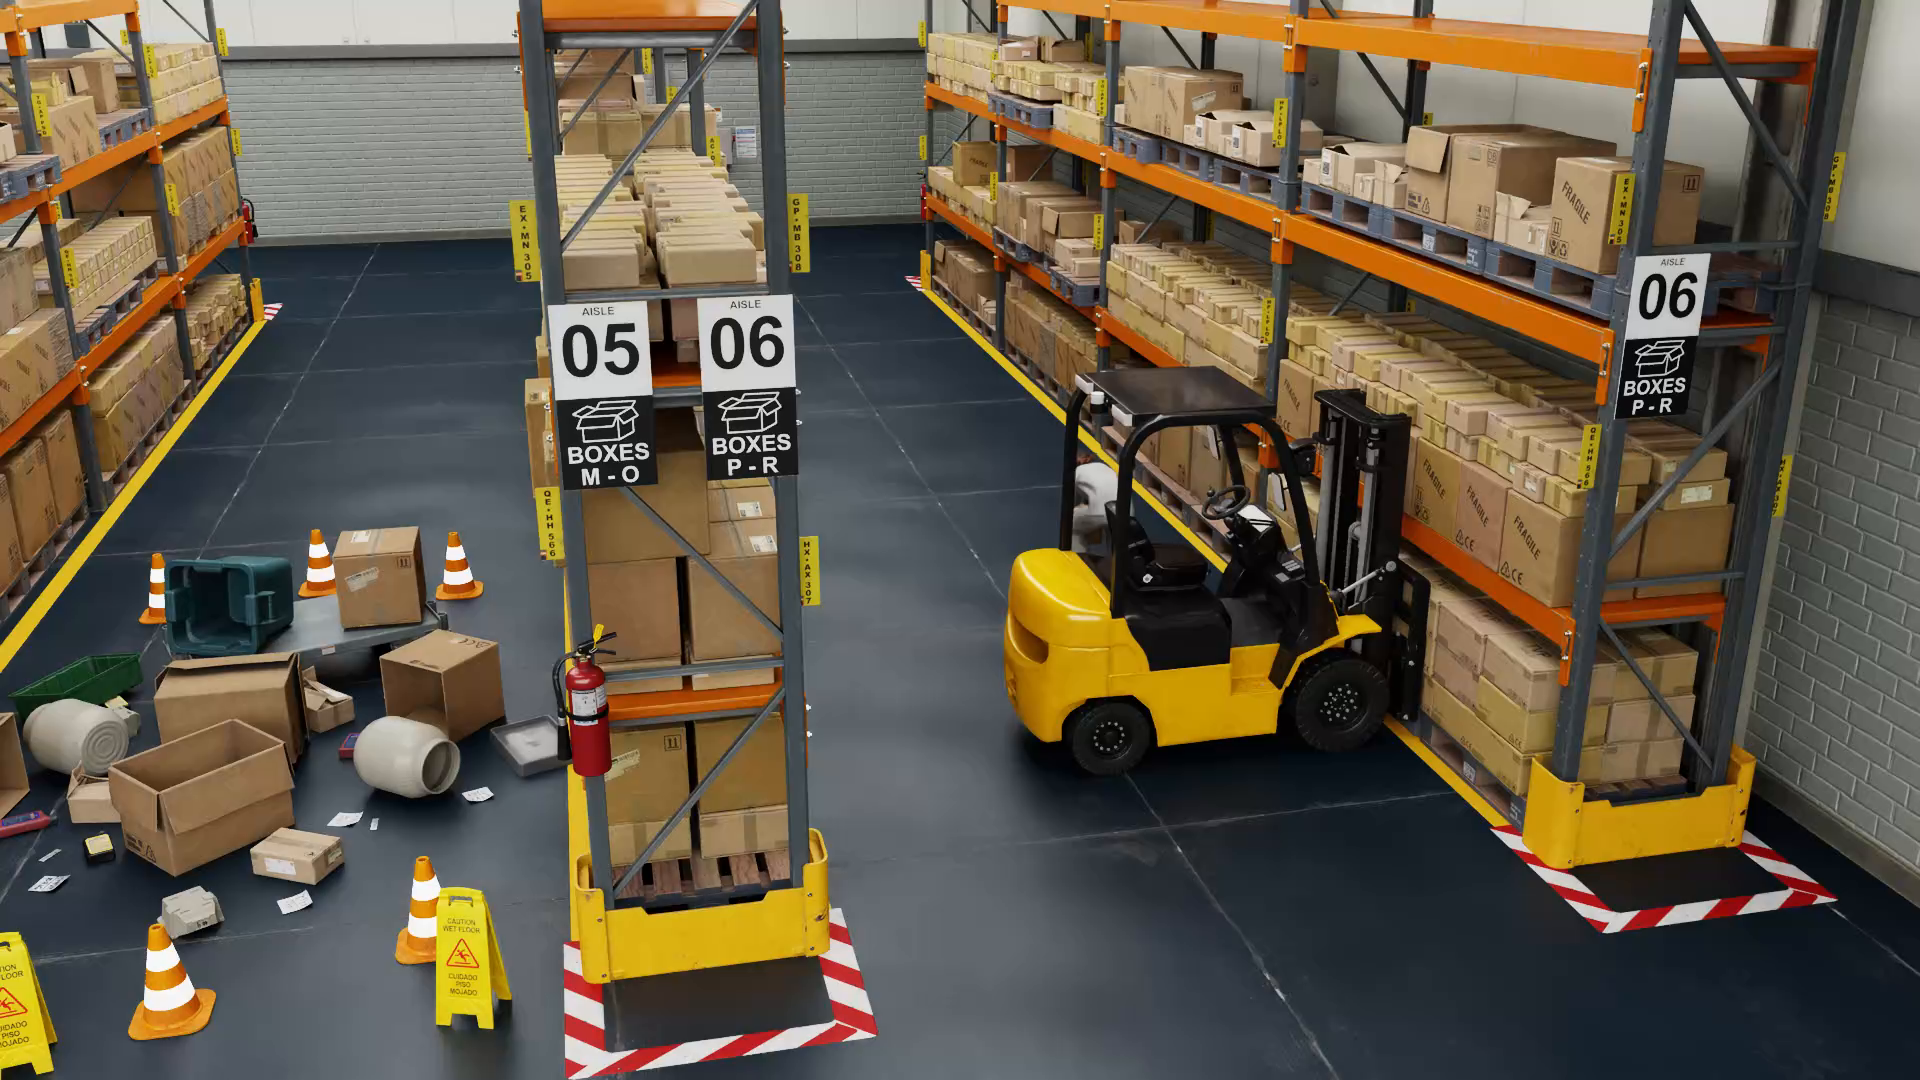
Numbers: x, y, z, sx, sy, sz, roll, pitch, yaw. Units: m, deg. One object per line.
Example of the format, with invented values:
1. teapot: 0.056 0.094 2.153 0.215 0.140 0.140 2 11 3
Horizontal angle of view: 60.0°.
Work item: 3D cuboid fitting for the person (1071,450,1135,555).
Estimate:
1. person: 1.016 -0.150 12.544 0.476 0.966 0.863 -5 20 -15
